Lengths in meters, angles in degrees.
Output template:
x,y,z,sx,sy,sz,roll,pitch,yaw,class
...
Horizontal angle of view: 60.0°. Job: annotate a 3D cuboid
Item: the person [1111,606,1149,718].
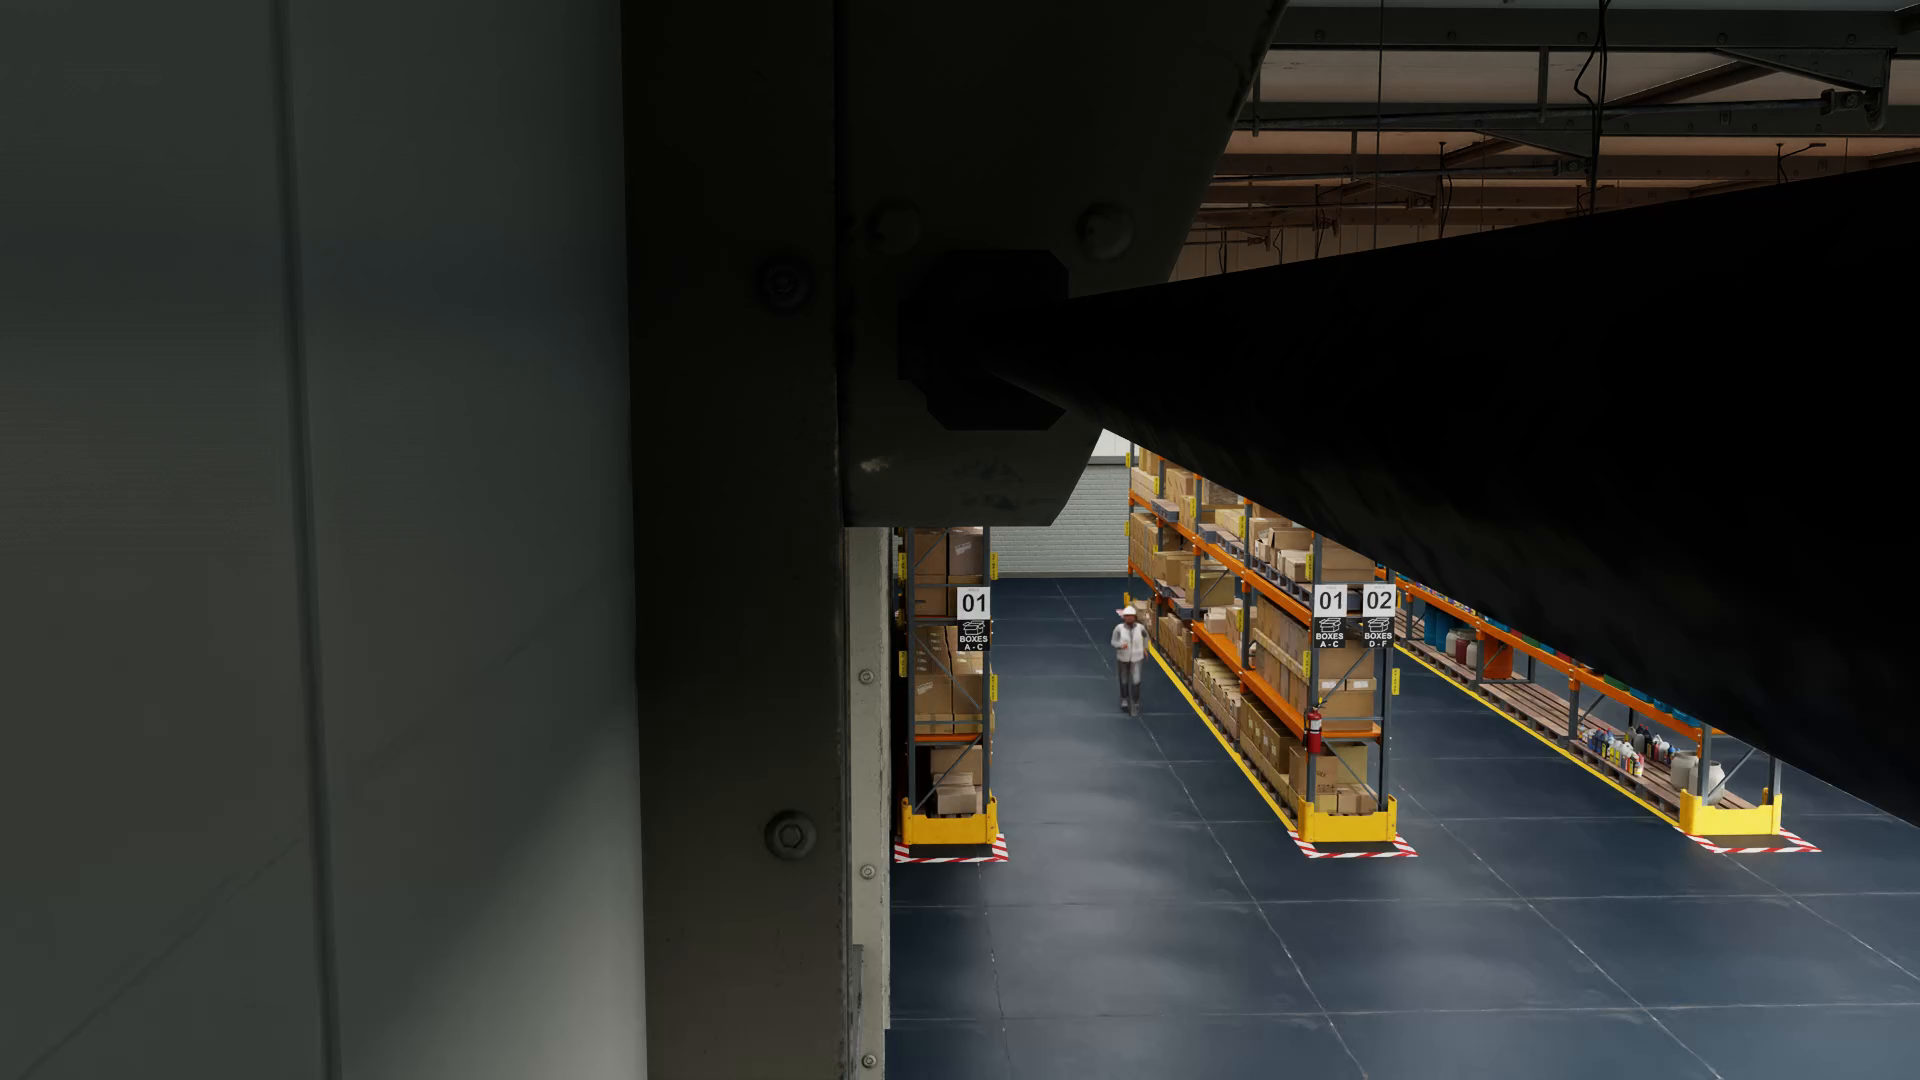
x,y,z,sx,sy,sz,roll,pitch,yaw,class
2.779,1.982,27.190,0.629,1.825,0.831,0,7,4,person
